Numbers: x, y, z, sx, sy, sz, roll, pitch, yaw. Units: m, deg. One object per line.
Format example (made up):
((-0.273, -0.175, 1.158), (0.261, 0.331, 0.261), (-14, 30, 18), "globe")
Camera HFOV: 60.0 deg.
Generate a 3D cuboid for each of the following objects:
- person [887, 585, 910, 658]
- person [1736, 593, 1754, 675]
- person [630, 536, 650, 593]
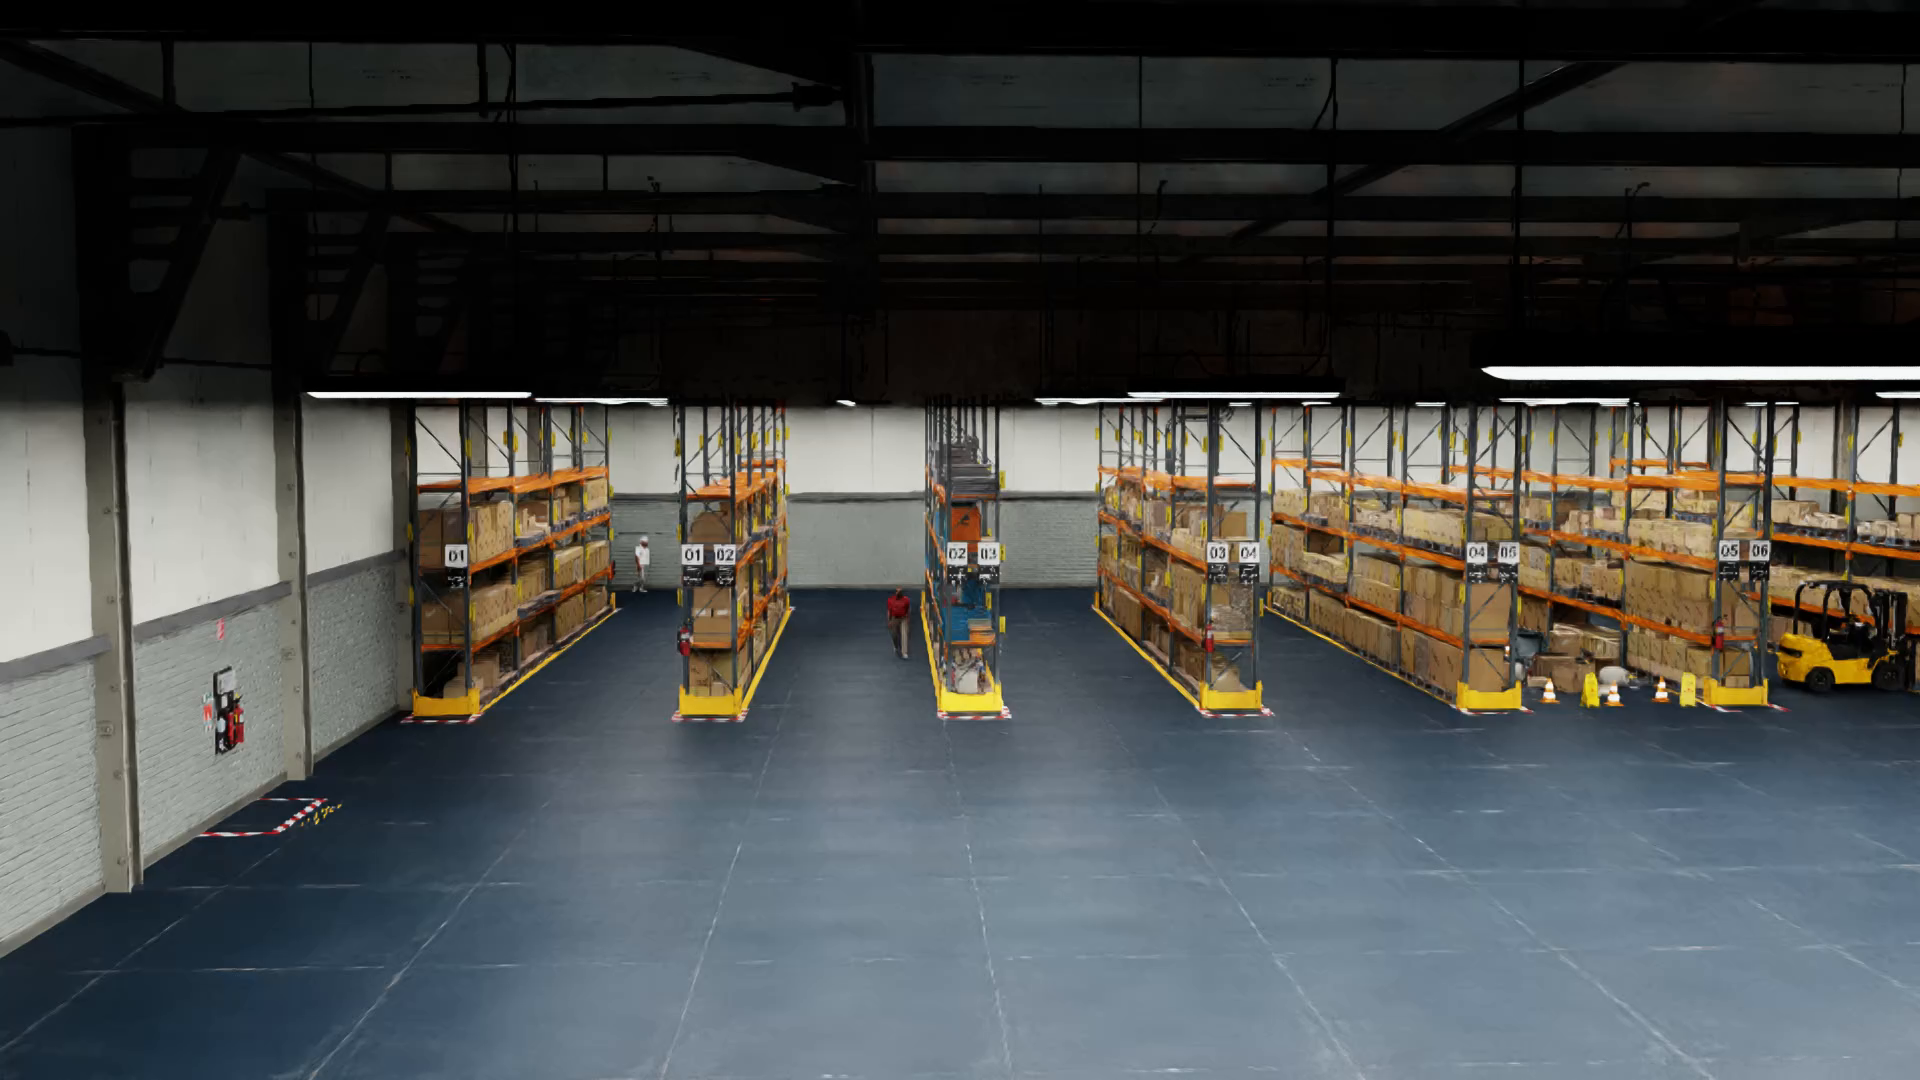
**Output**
((-1.422, 1.858, 38.311), (0.542, 1.645, 1.126), (0, 5, 0), "person")
((16.800, 2.008, 35.793), (0.586, 1.748, 0.654), (2, 5, 29), "person")
((-9.887, 0.766, 51.482), (0.463, 1.761, 0.720), (2, 5, 26), "person")
